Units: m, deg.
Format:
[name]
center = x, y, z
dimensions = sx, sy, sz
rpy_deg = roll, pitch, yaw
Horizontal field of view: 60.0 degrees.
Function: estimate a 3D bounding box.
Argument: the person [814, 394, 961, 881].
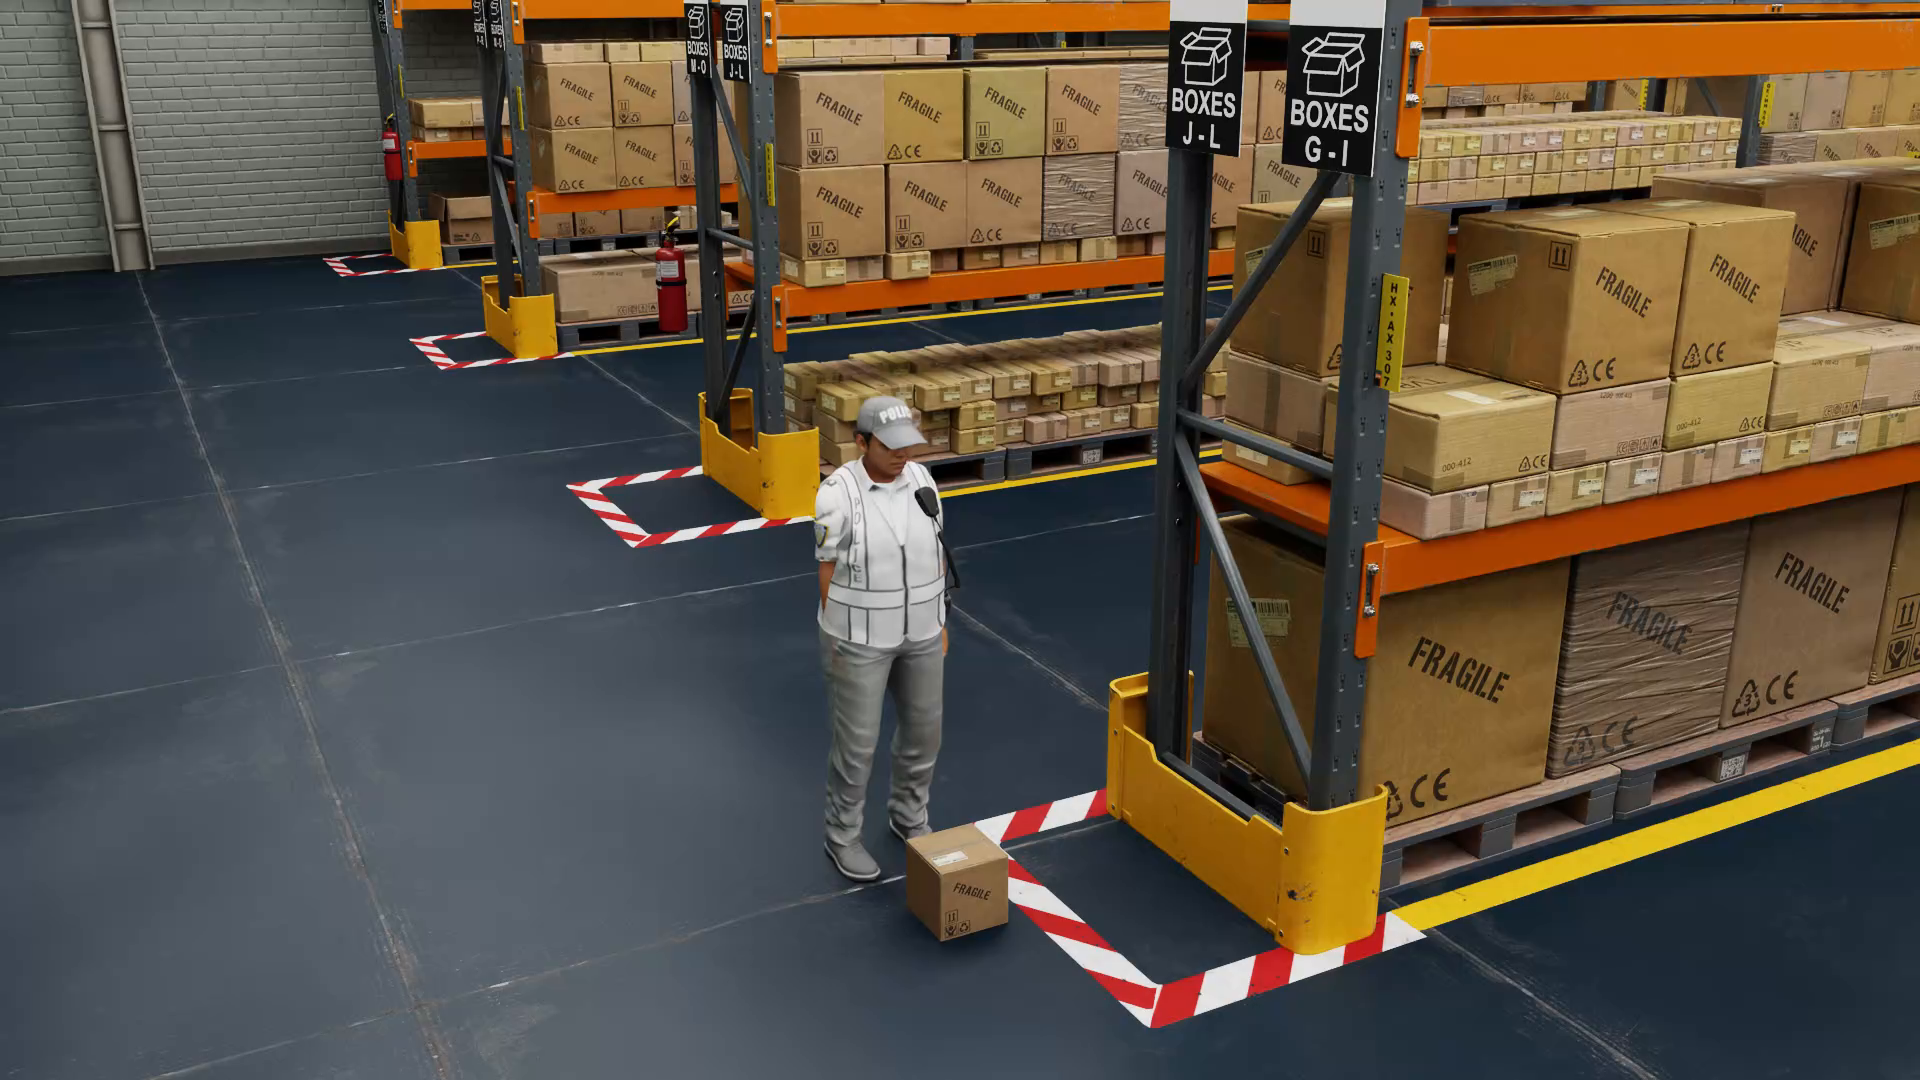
[person]
center = -0.242, 0.327, 5.615
dimensions = 0.467, 1.670, 0.390
rpy_deg = -10, 21, -28
